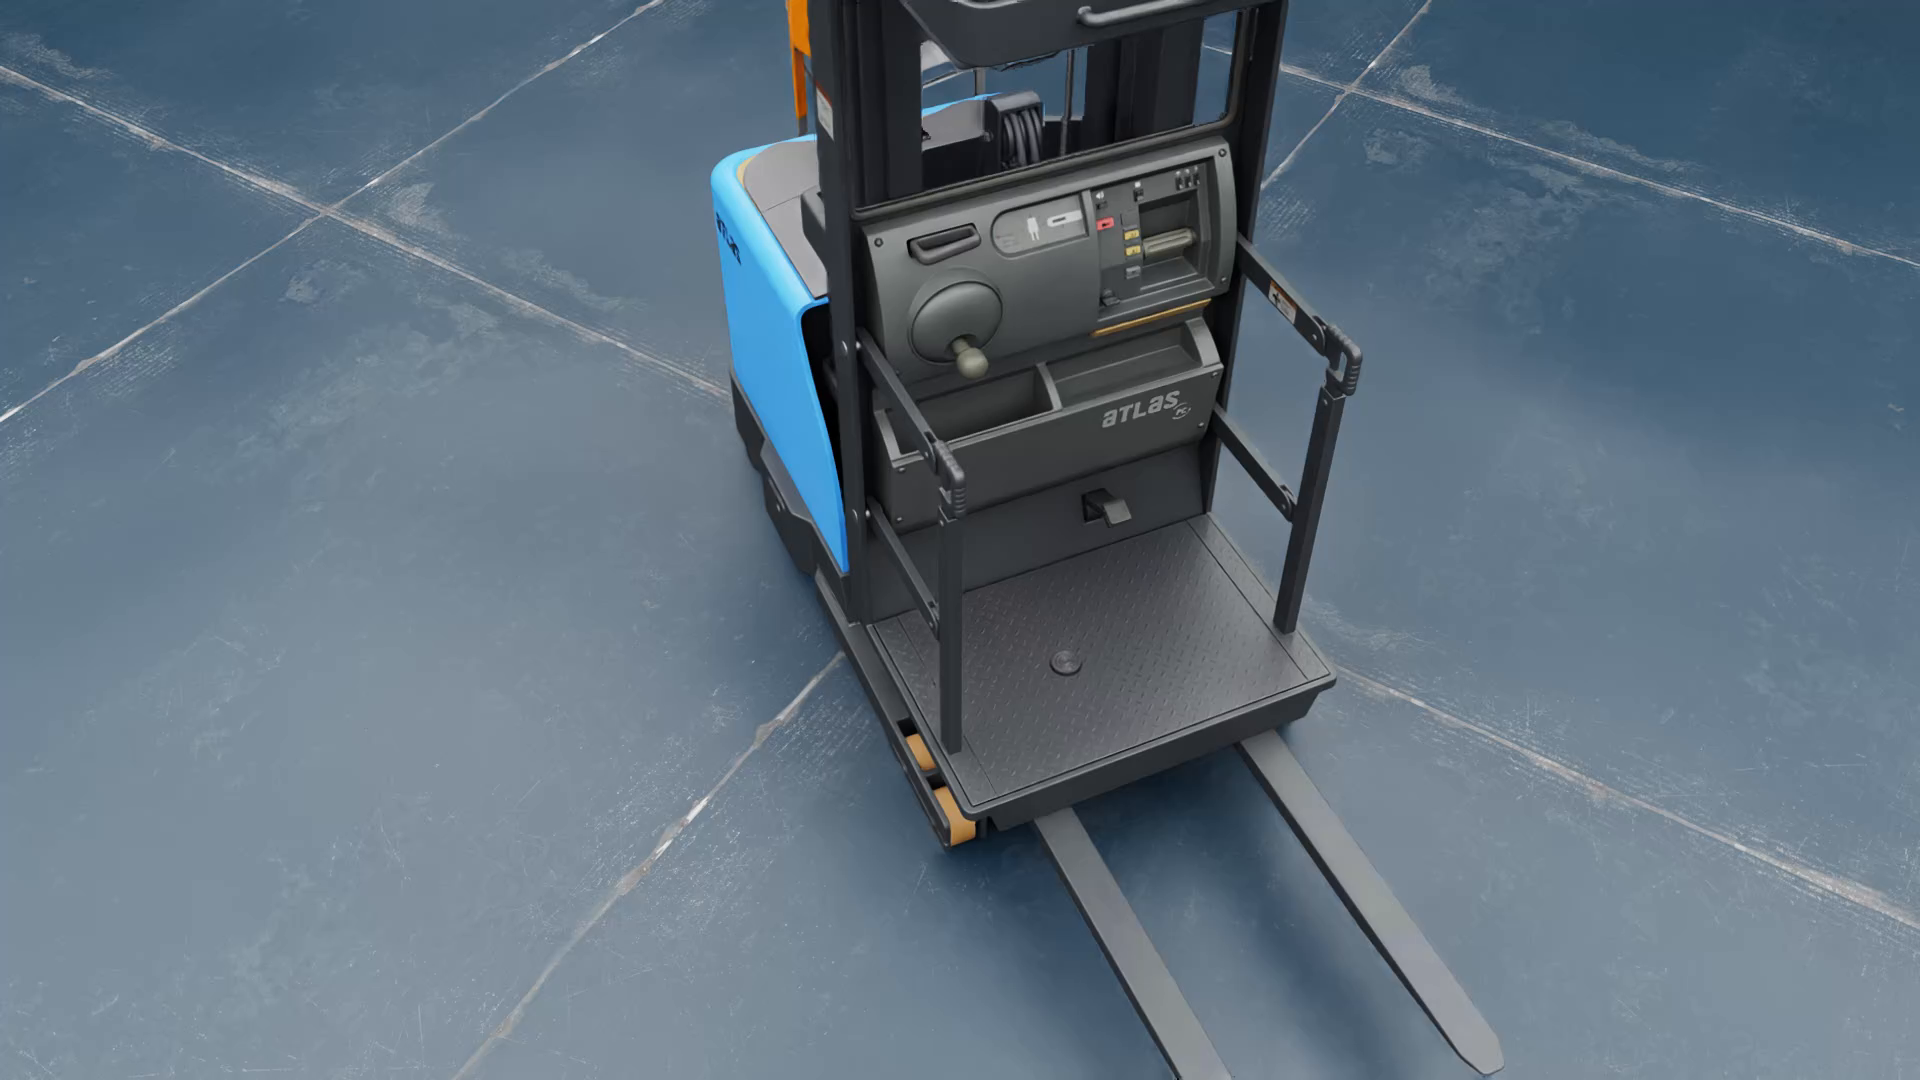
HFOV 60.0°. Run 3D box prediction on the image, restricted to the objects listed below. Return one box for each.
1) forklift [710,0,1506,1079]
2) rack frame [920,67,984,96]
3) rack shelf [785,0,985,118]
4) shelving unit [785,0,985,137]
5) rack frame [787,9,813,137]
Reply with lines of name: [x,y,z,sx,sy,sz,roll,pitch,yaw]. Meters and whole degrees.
forklift: [0.320,-0.564,3.755,1.130,2.935,3.031,-18,48,-17]
rack frame: [-0.085,-1.419,5.151,0.400,2.100,0.015,-29,51,-26]
rack shelf: [-0.235,-1.545,5.298,0.431,0.518,0.480,-29,51,-26]
shelving unit: [-0.235,-1.555,5.288,0.431,2.100,0.503,-29,51,-26]
rack frame: [-0.385,-1.690,5.425,0.400,2.100,0.015,-29,51,-26]
